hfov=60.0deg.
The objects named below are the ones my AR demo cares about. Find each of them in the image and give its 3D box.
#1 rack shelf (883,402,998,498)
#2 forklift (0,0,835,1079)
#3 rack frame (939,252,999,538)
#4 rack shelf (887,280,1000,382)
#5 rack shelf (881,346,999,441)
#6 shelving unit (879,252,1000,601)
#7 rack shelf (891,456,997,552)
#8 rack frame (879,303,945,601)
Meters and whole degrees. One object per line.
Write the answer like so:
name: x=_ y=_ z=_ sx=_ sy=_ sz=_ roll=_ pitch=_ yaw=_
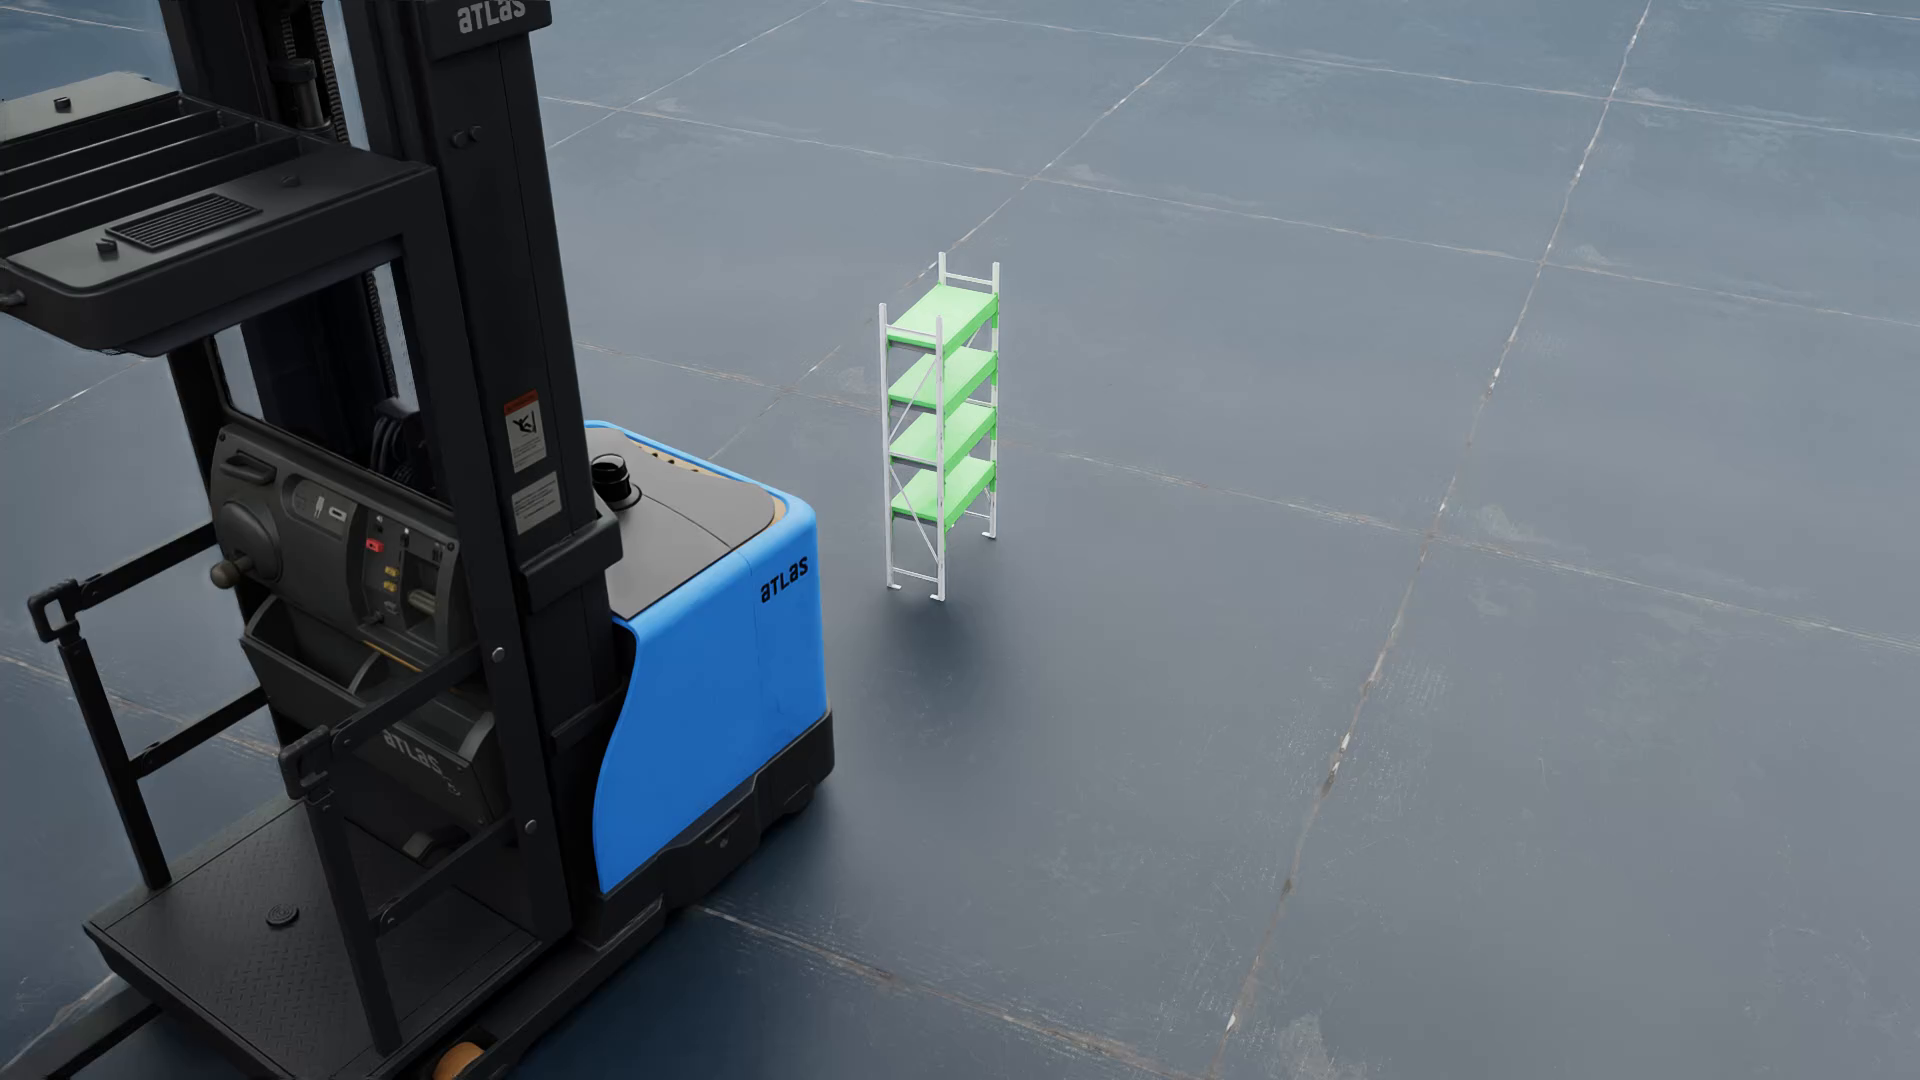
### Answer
rack shelf: x=-0.069 y=-0.366 z=6.330 sx=0.258 sy=0.148 sz=0.480 roll=14 pitch=36 yaw=20
forklift: x=-1.676 y=0.070 z=3.970 sx=1.130 sy=2.935 sz=3.031 roll=21 pitch=39 yaw=29
rack frame: x=0.033 y=-0.541 z=6.481 sx=0.240 sy=1.200 sz=0.015 roll=14 pitch=36 yaw=20
rack shelf: x=-0.069 y=-0.767 z=6.067 sx=0.258 sy=0.148 sz=0.480 roll=14 pitch=36 yaw=20
rack shelf: x=-0.069 y=-0.567 z=6.199 sx=0.258 sy=0.148 sz=0.480 roll=14 pitch=36 yaw=20
shelving unit: x=-0.069 y=-0.419 z=6.295 sx=0.258 sy=1.200 sz=0.503 roll=14 pitch=36 yaw=20
rack shelf: x=-0.069 y=-0.165 z=6.462 sx=0.258 sy=0.148 sz=0.480 roll=14 pitch=36 yaw=20
rack frame: x=-0.171 y=-0.298 z=6.110 sx=0.240 sy=1.200 sz=0.015 roll=14 pitch=36 yaw=20
